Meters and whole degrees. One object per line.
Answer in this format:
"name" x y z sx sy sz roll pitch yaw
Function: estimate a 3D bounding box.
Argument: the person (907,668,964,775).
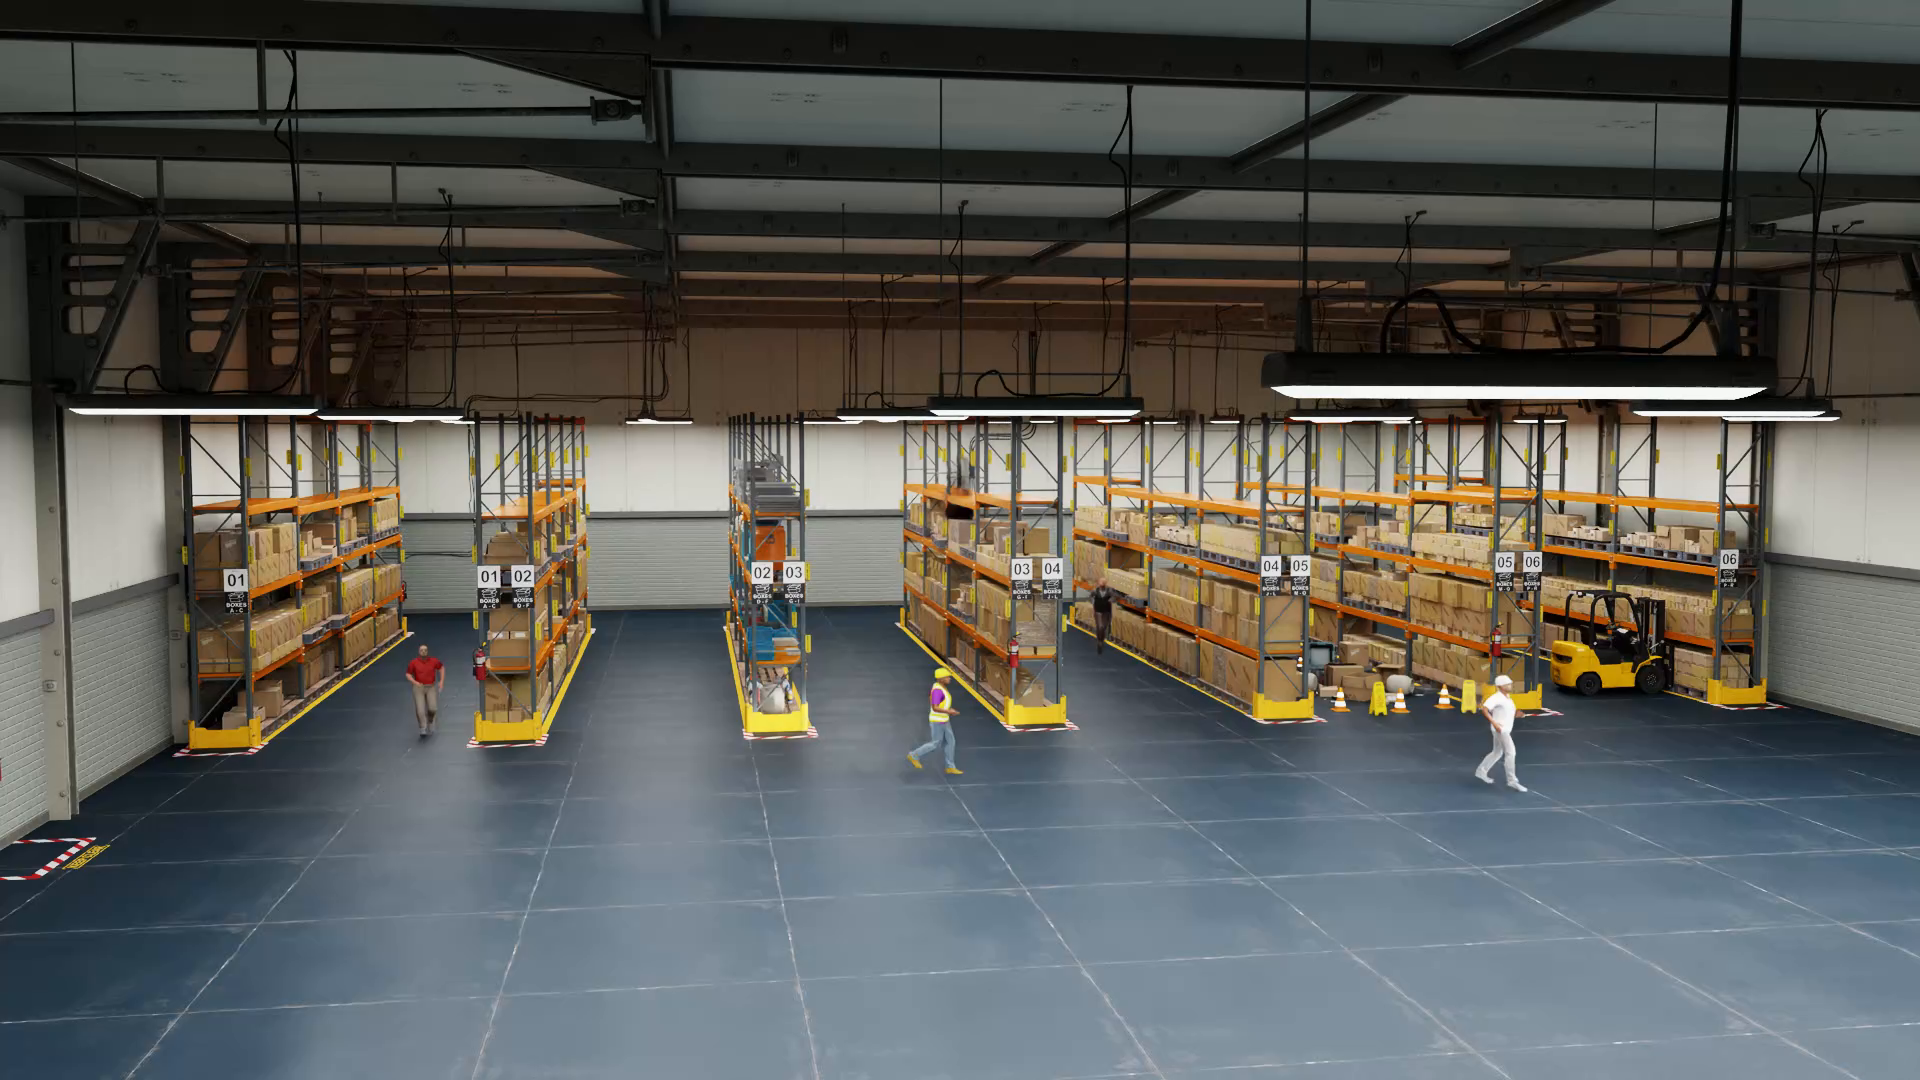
"person" -0.396 2.985 27.376 0.926 1.762 0.682 1 4 9

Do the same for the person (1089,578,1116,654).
"person" 3.512 1.847 40.701 0.626 1.853 0.743 0 4 -7

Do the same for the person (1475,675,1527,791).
"person" 8.587 3.033 26.317 0.816 1.793 0.687 2 4 27

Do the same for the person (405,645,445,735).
"person" -9.875 2.813 30.756 0.706 1.609 0.608 -2 4 -22

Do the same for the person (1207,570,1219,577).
"person" 7.780 1.481 50.604 0.765 1.679 0.624 0 4 -6
